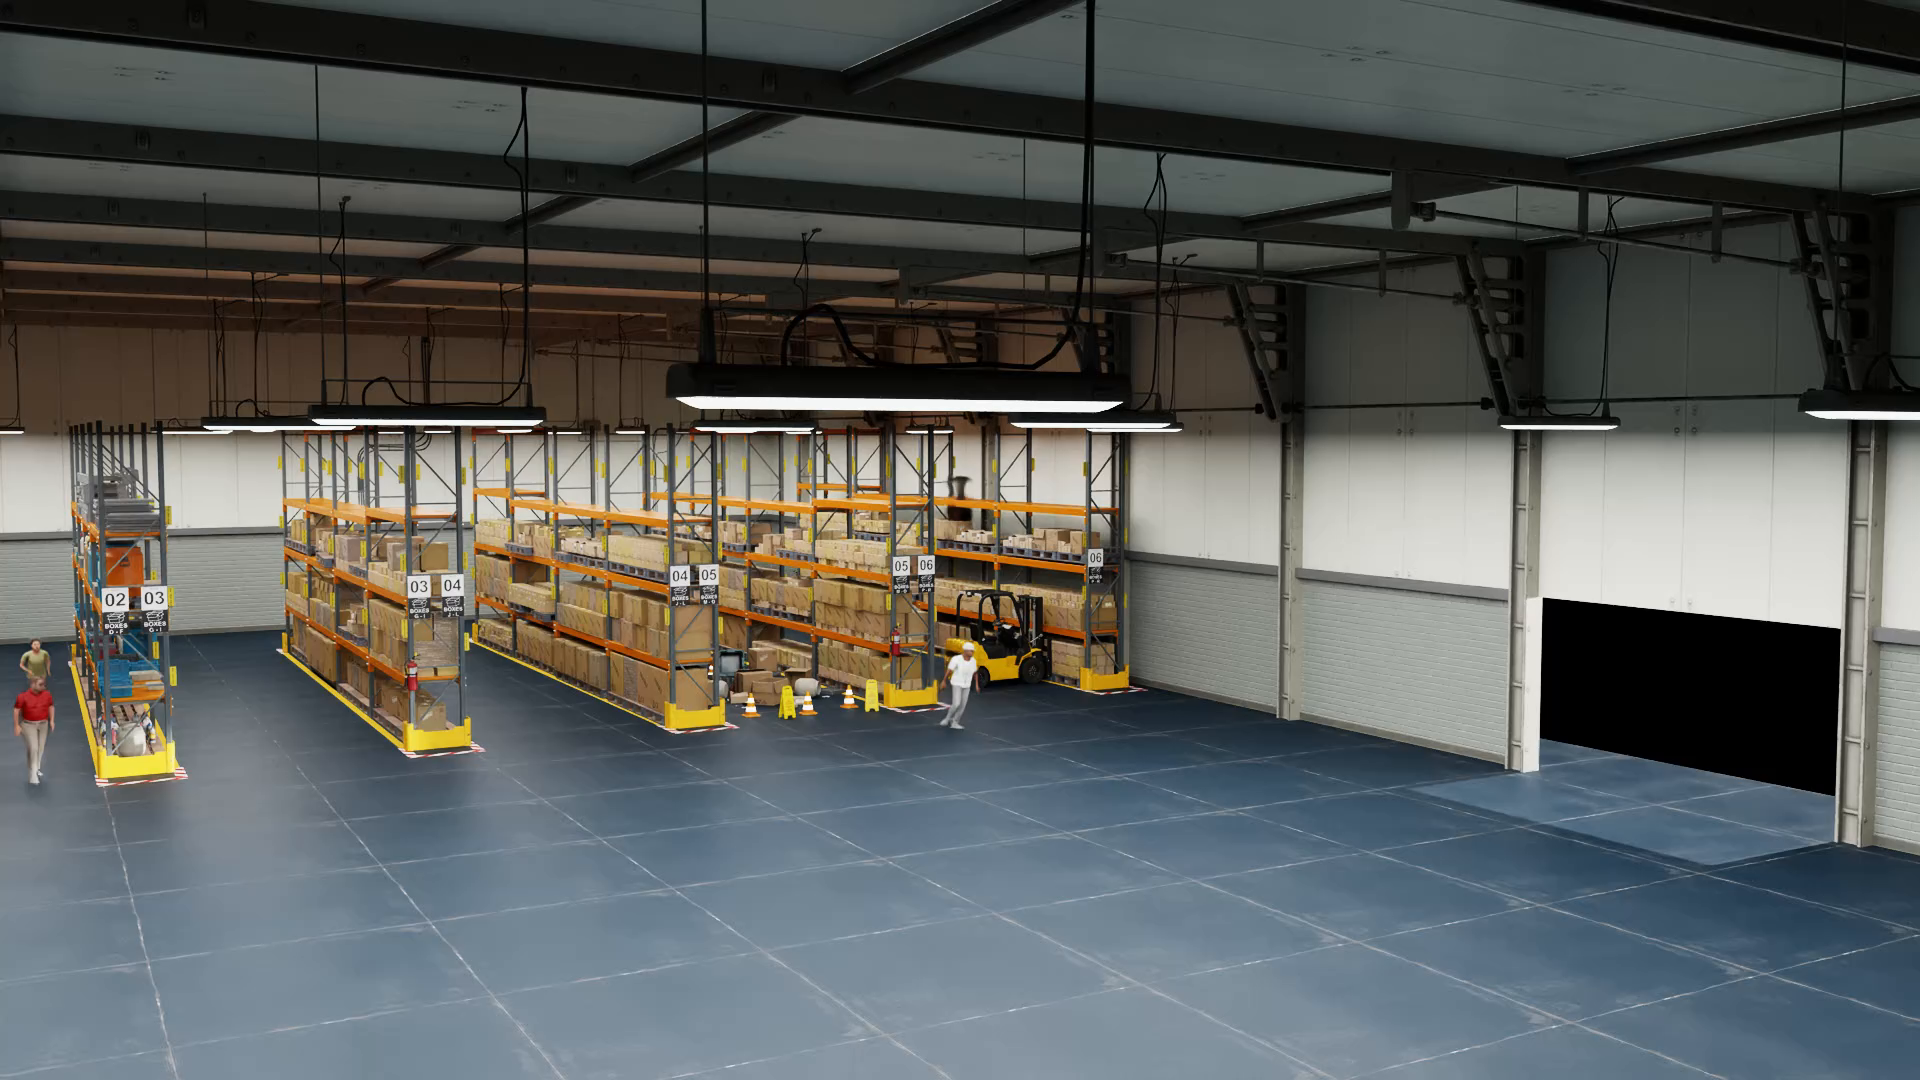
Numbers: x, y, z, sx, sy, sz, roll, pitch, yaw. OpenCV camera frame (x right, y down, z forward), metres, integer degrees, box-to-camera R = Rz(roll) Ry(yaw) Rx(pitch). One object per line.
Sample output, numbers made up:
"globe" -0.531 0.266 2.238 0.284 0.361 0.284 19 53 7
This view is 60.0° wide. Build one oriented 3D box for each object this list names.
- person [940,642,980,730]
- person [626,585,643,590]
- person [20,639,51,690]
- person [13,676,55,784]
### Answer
"person" 0.016 2.852 32.556 0.716 1.727 0.606 -2 4 -33
"person" -9.642 1.762 50.220 0.978 1.727 0.597 -2 4 -34
"person" -18.975 2.819 34.132 0.576 1.618 0.721 -2 4 -34
"person" -15.408 3.154 27.693 0.622 1.790 0.619 3 4 38
